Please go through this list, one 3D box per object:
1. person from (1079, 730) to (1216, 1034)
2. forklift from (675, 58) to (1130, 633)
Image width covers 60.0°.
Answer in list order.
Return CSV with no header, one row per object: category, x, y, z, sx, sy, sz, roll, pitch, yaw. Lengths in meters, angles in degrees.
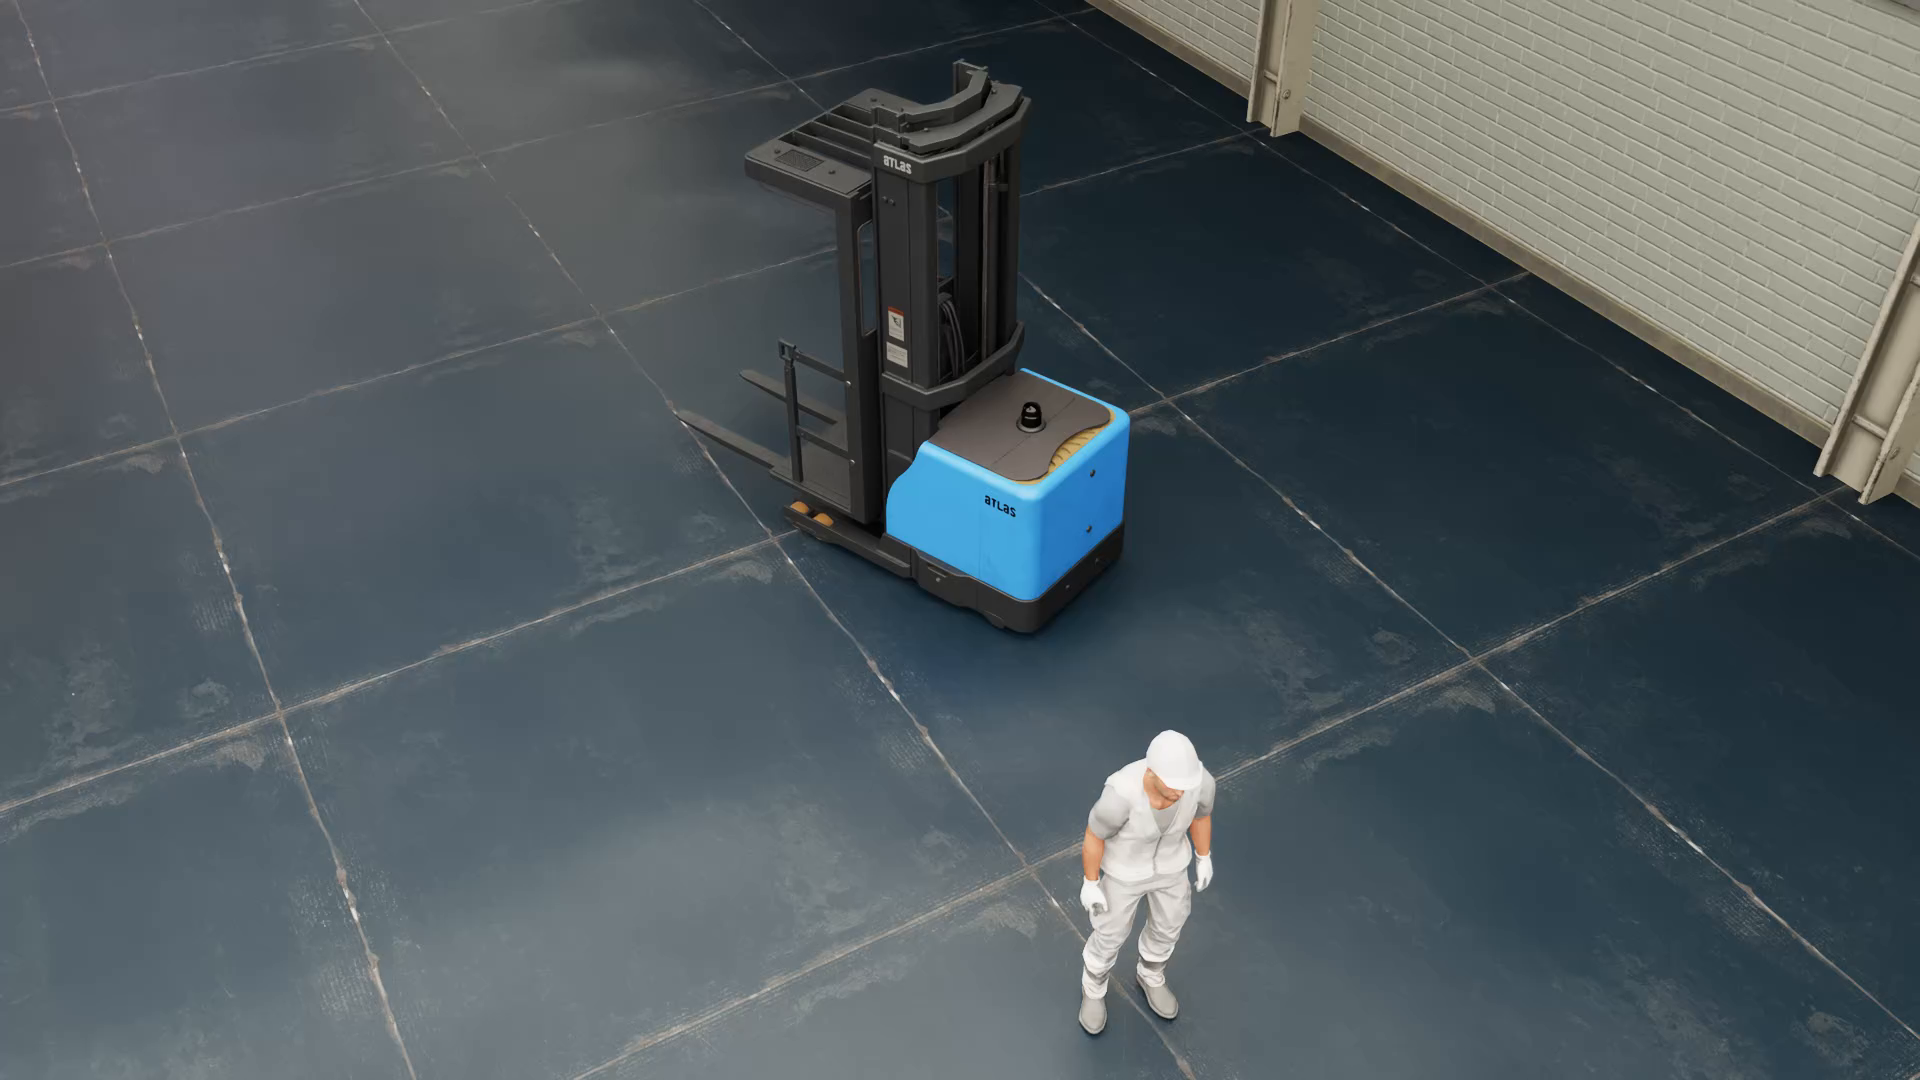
person,0.812,1.444,7.200,0.617,1.778,0.453,-10,41,-12
forklift,-0.481,-1.366,9.683,3.031,2.935,1.130,26,46,28
